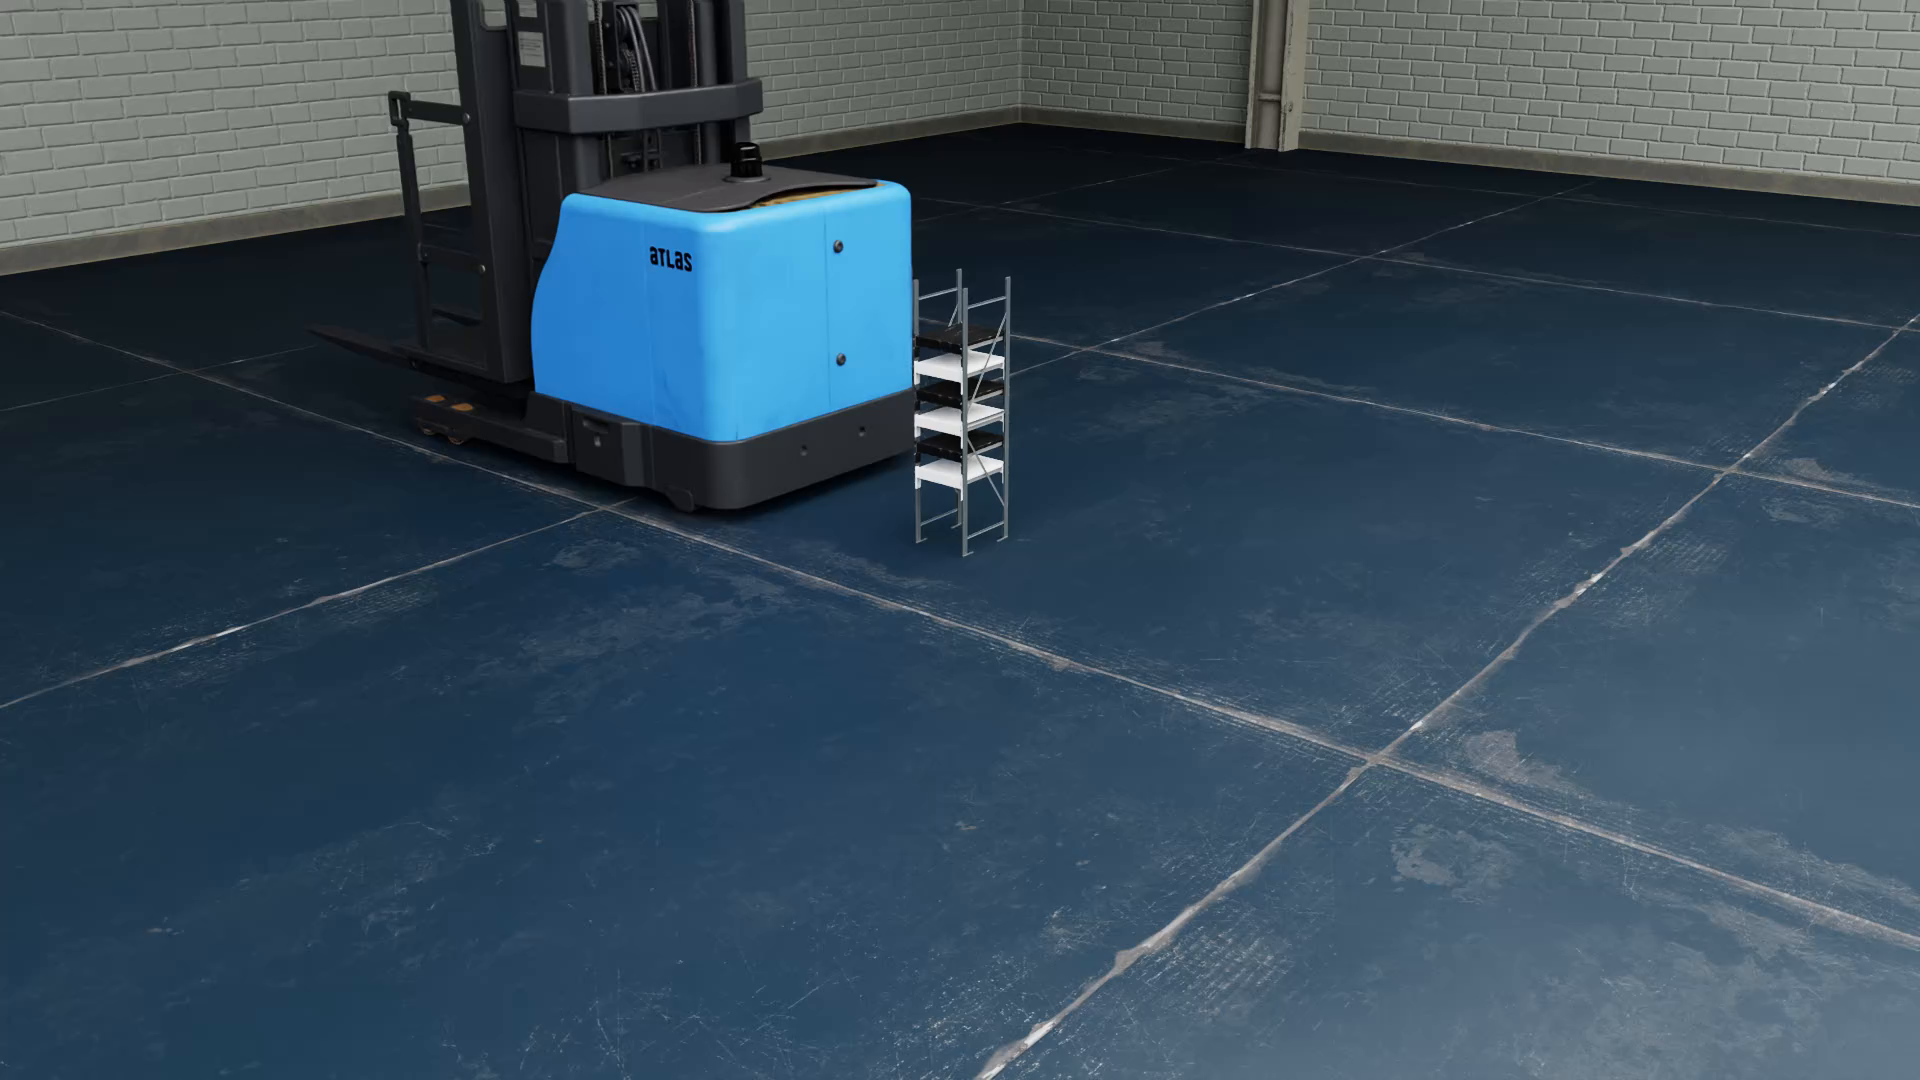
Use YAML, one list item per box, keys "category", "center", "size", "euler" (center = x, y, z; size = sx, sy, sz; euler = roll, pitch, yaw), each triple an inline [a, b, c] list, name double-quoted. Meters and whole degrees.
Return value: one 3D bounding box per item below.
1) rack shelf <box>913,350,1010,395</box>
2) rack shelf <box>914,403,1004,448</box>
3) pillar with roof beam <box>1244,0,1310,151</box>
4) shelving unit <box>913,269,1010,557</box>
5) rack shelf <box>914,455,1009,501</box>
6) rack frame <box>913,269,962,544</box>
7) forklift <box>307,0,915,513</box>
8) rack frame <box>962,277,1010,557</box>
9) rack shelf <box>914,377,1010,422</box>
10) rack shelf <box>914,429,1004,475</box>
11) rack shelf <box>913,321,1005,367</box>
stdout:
- category: "rack shelf"
  center: [0.006, -0.556, 5.453]
  size: [0.200, 0.077, 0.258]
  euler: [16, 26, 36]
- category: "rack shelf"
  center: [0.006, -0.388, 5.516]
  size: [0.200, 0.077, 0.258]
  euler: [16, 26, 36]
- category: "pillar with roof beam"
  center: [0.114, -6.600, 10.417]
  size: [0.400, 9.000, 9.100]
  euler: [16, 26, 36]
- category: "shelving unit"
  center: [0.006, -0.419, 5.505]
  size: [0.210, 0.900, 0.258]
  euler: [16, 26, 36]
- category: "rack shelf"
  center: [0.006, -0.220, 5.580]
  size: [0.200, 0.077, 0.258]
  euler: [16, 26, 36]
- category: "rack frame"
  center: [-0.072, -0.442, 5.565]
  size: [0.006, 0.900, 0.240]
  euler: [16, 26, 36]
- category: "forklift"
  center: [-1.617, -1.879, 6.496]
  size: [3.031, 2.935, 1.130]
  euler: [17, 26, 37]
- category: "rack frame"
  center: [0.085, -0.397, 5.444]
  size: [0.006, 0.900, 0.240]
  euler: [16, 26, 36]
- category: "rack shelf"
  center: [0.006, -0.472, 5.485]
  size: [0.200, 0.077, 0.258]
  euler: [16, 26, 36]
- category: "rack shelf"
  center: [0.006, -0.304, 5.548]
  size: [0.200, 0.077, 0.258]
  euler: [16, 26, 36]
- category: "rack shelf"
  center: [0.006, -0.641, 5.421]
  size: [0.200, 0.077, 0.258]
  euler: [16, 26, 36]
